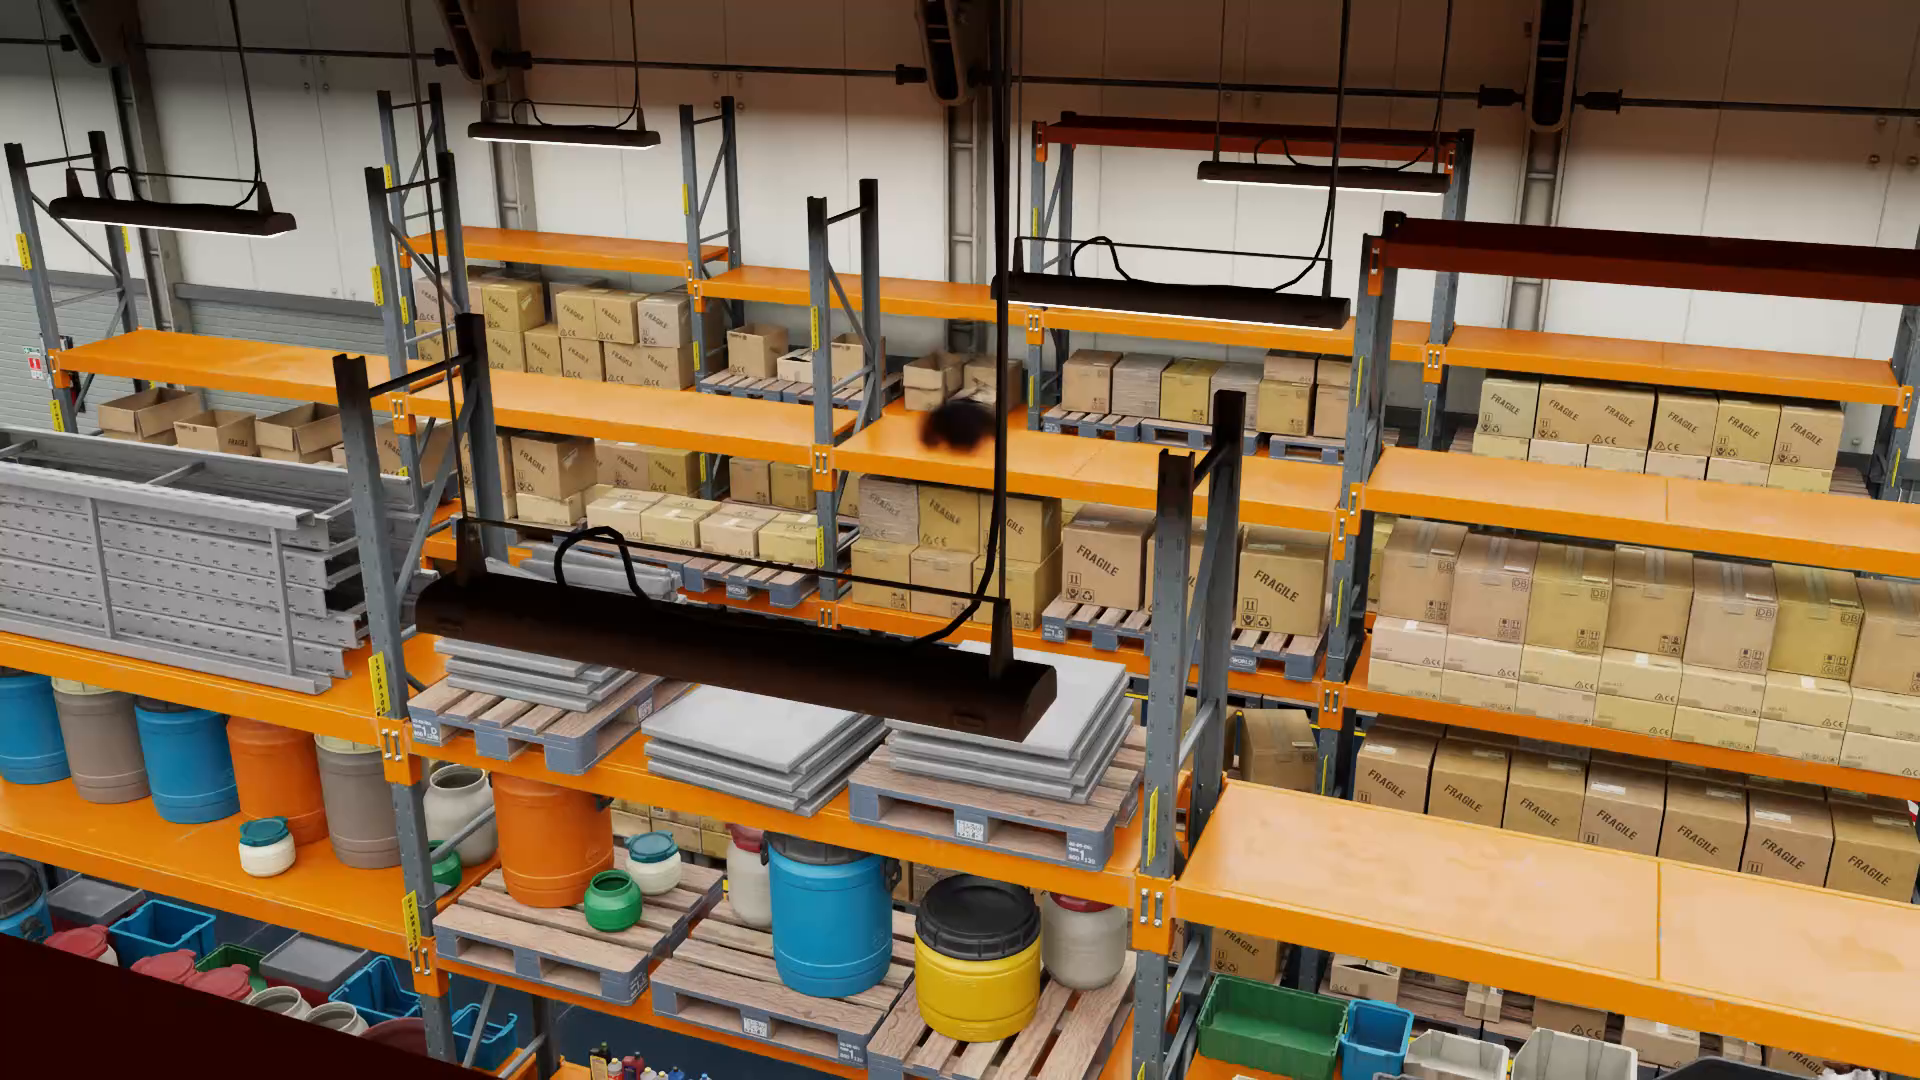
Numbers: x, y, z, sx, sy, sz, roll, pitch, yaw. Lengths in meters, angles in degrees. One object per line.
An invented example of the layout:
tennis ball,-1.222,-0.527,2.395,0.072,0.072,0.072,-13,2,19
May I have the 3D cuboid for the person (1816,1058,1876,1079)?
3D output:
person,5.384,3.752,10.225,0.803,1.709,0.476,5,21,12
